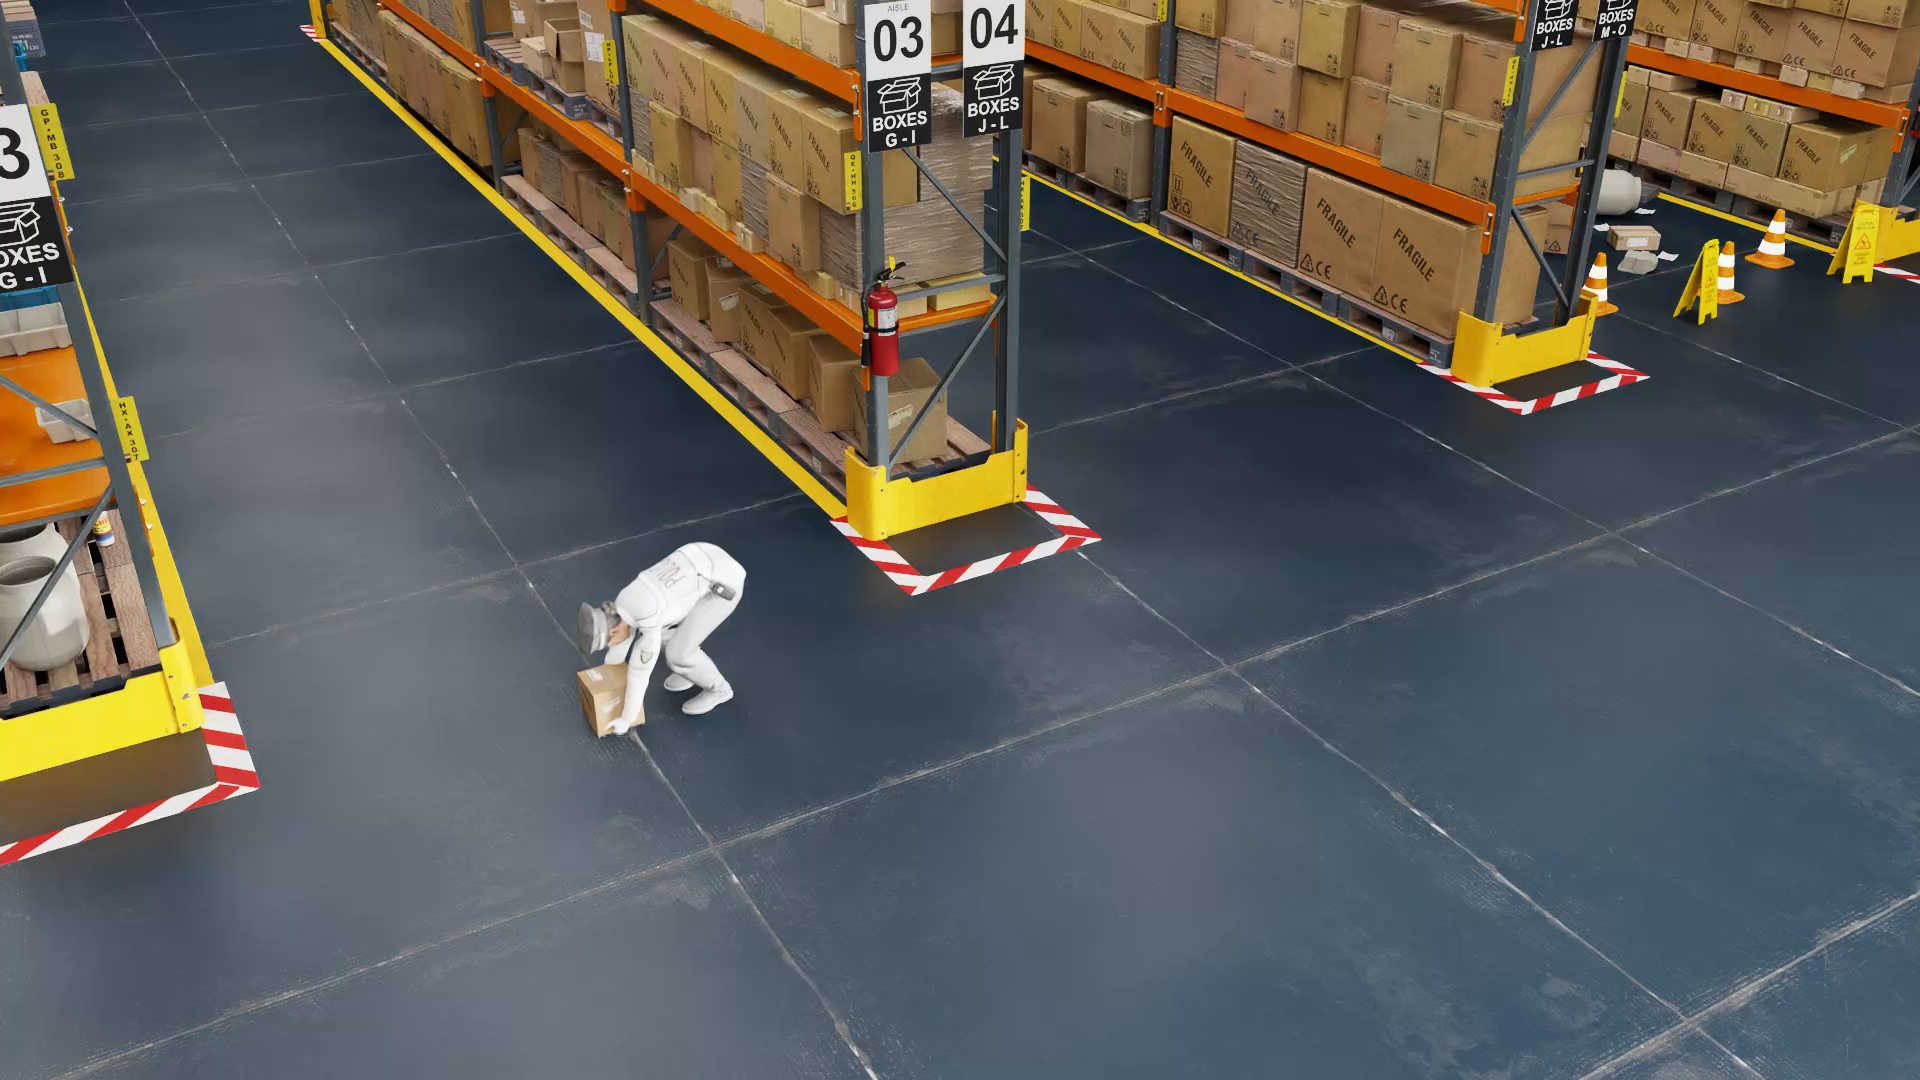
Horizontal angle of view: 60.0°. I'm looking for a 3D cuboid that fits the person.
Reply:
[{"bbox_3d":[-1.514,0.497,8.528,0.889,0.842,0.469,-18,34,-28],"label":"person"}]
